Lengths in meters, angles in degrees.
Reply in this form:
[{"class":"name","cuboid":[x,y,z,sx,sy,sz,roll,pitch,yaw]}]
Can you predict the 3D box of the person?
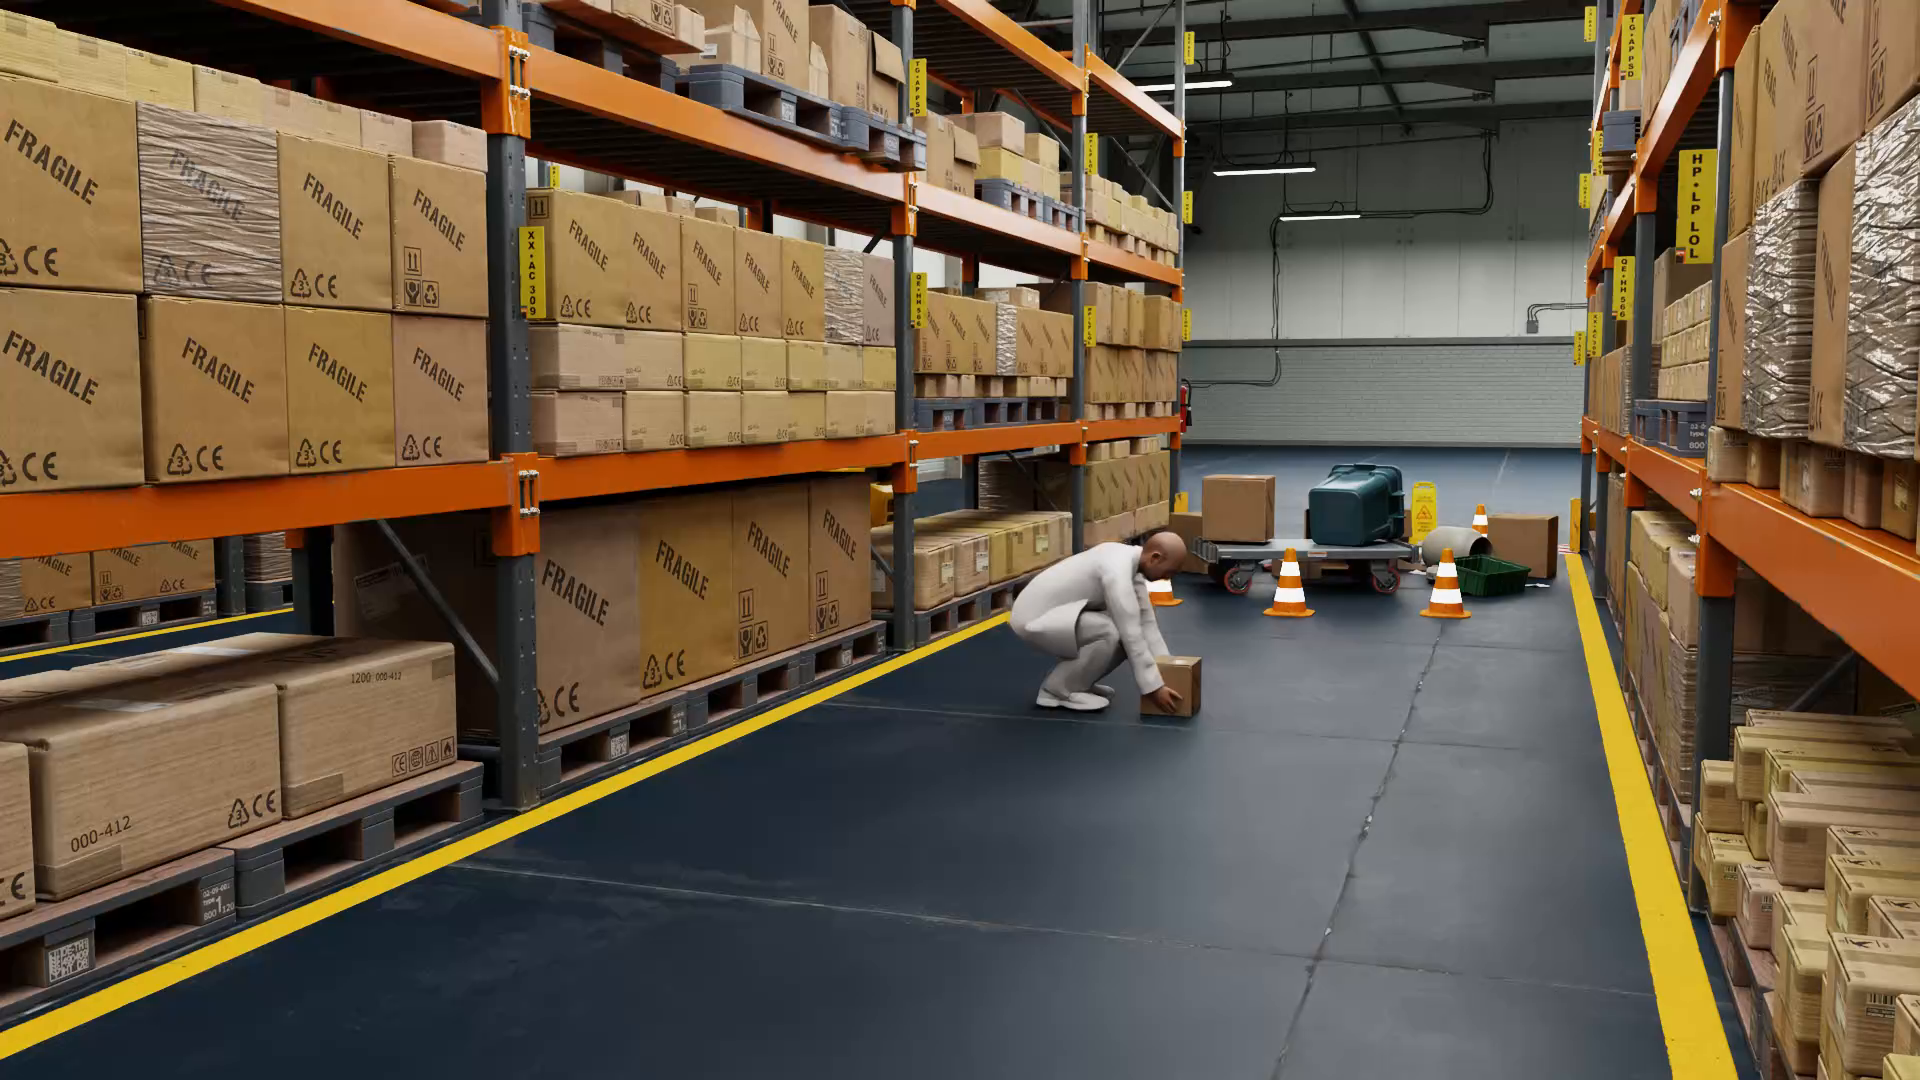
[{"class":"person","cuboid":[0.689,0.402,8.189,0.900,0.877,0.592,2,5,19]}]
